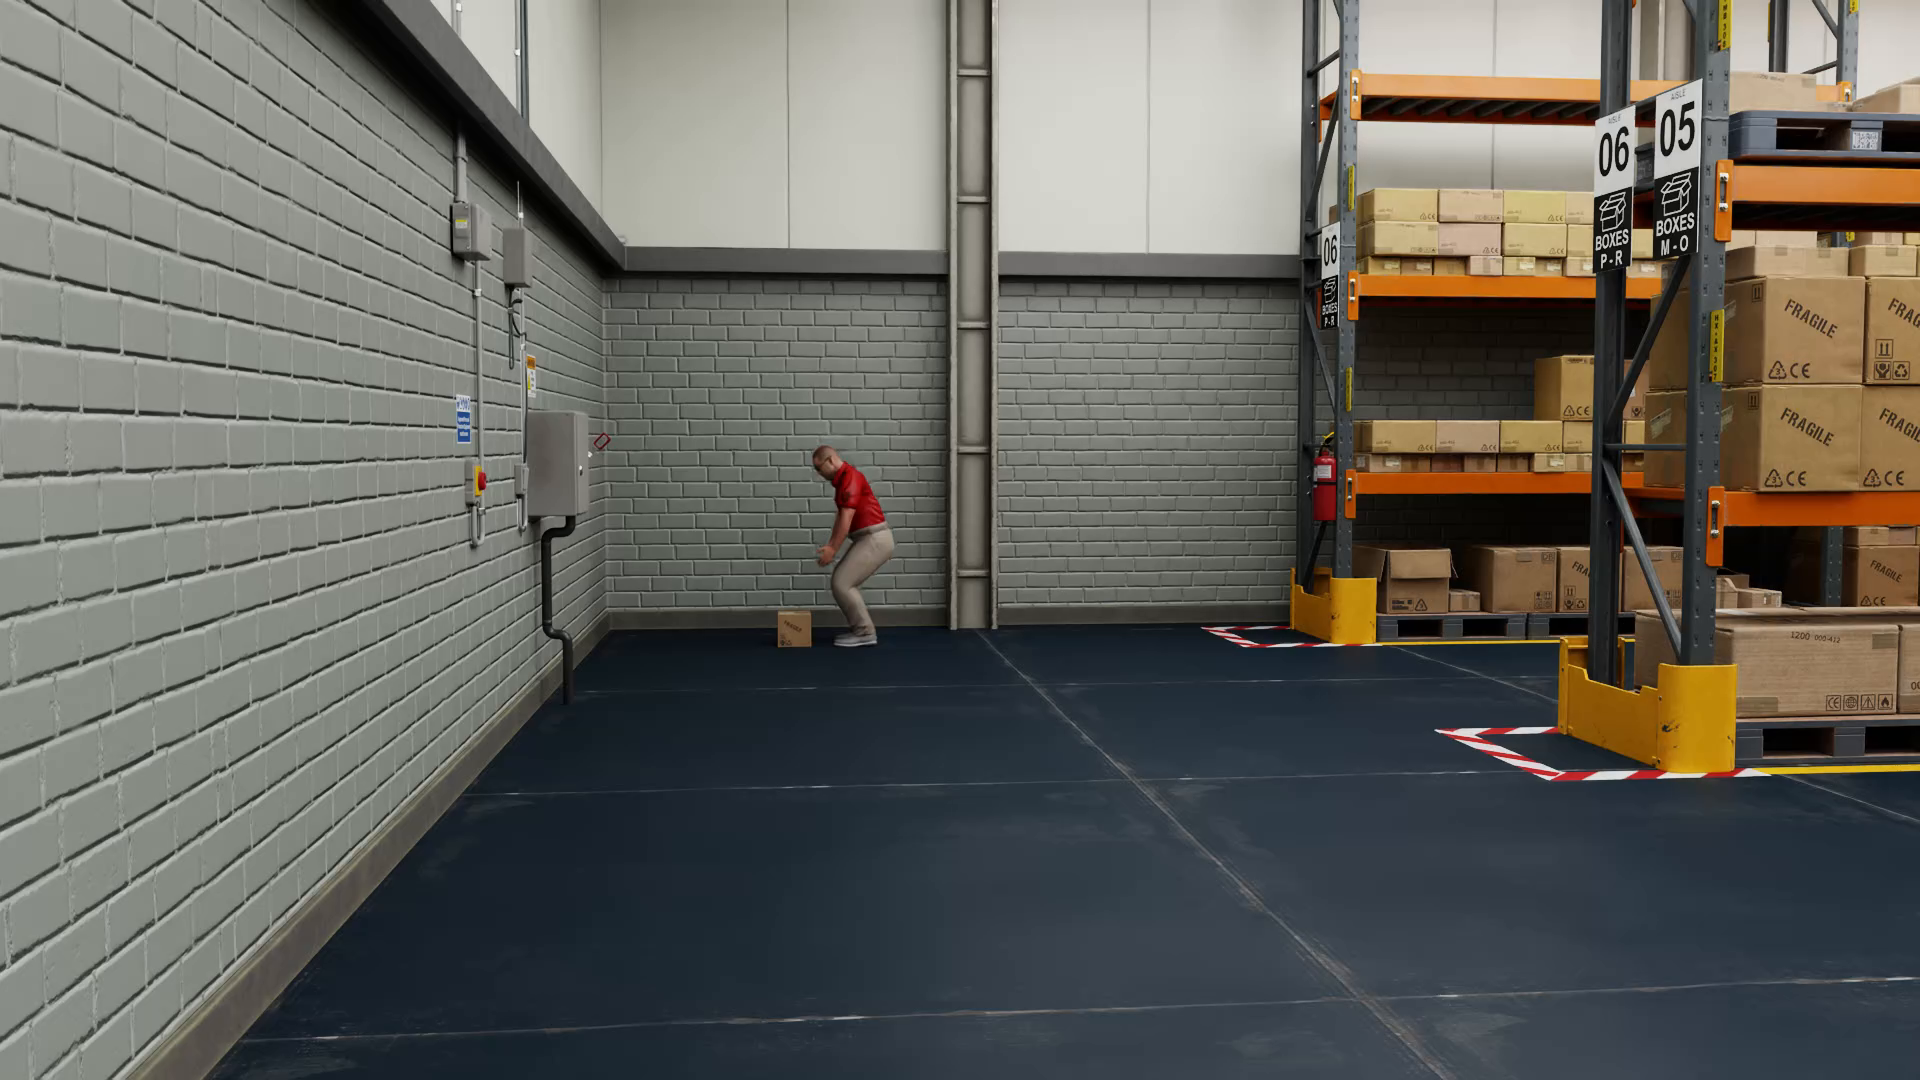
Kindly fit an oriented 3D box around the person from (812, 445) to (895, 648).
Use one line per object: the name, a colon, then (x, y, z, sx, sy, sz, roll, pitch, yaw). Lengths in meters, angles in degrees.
person: (-0.803, 0.047, 12.573, 0.621, 1.513, 0.586, 0, 3, -6)
